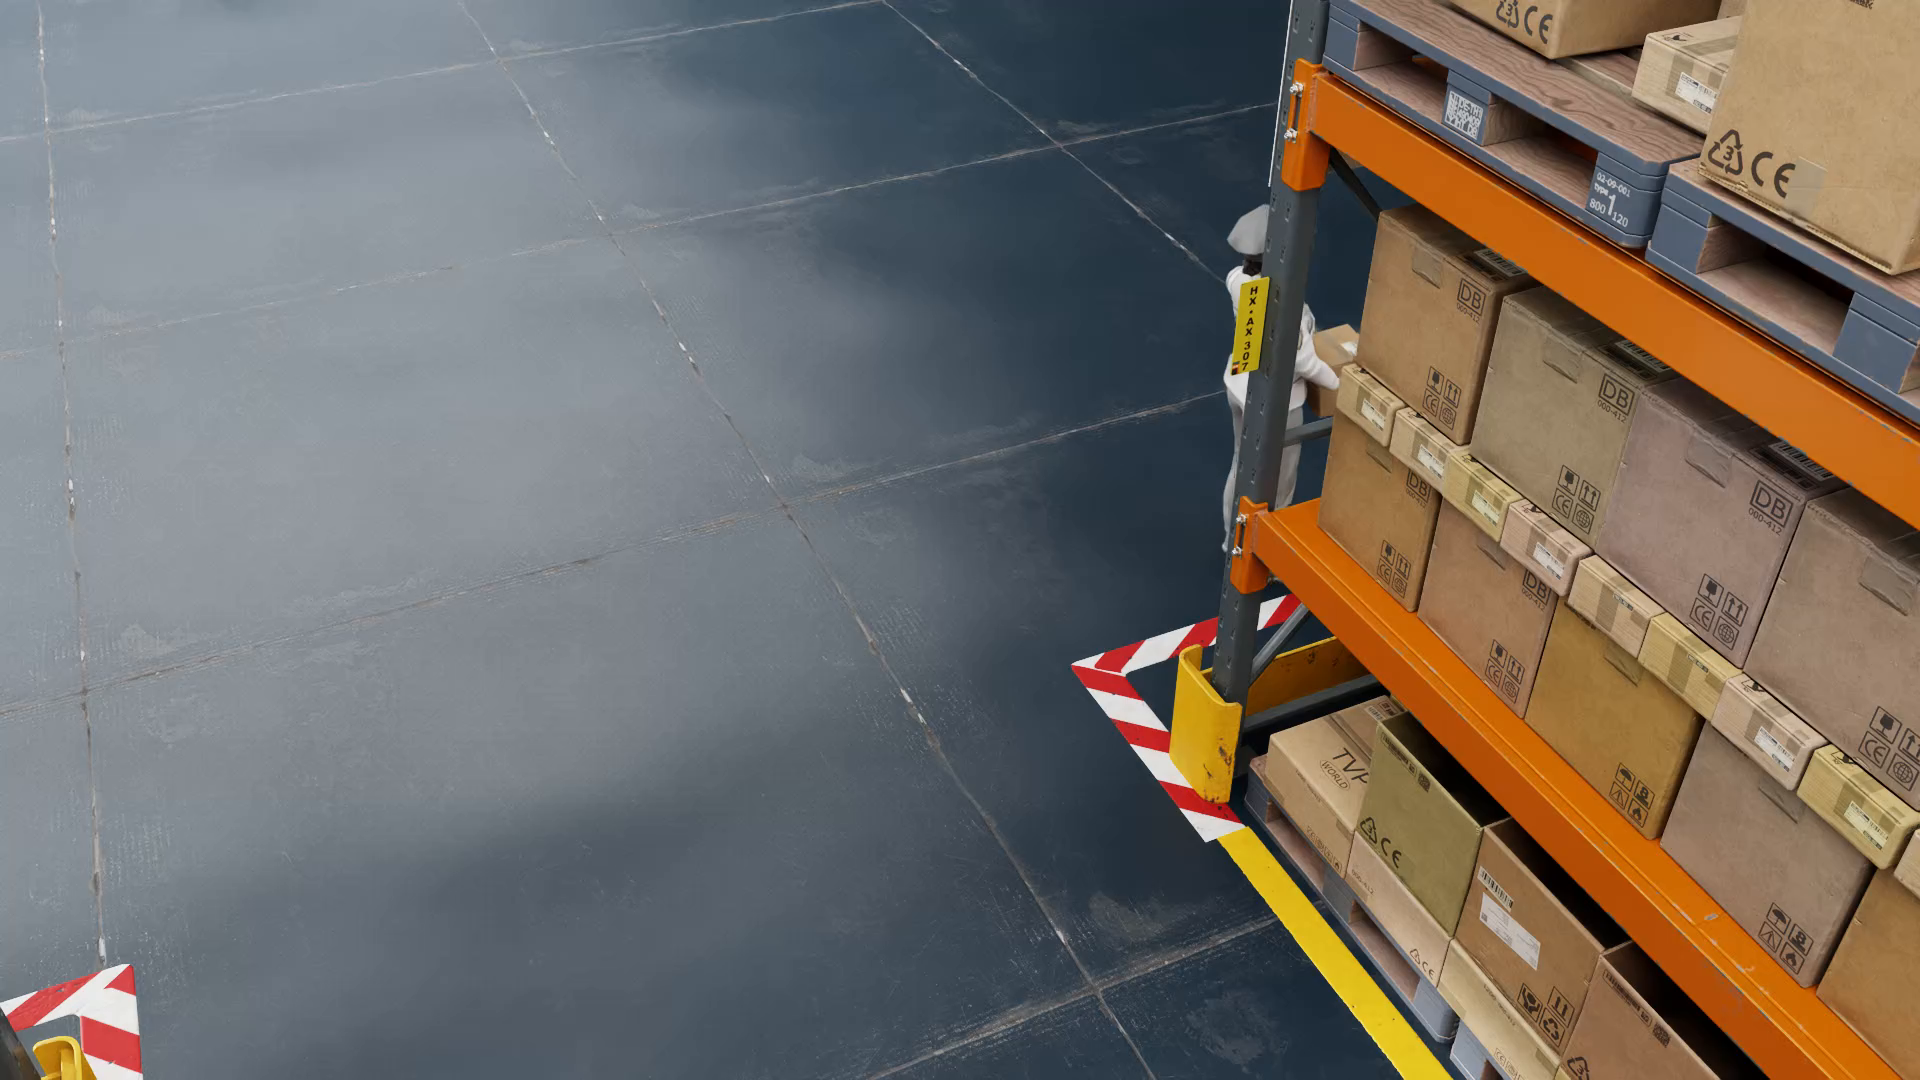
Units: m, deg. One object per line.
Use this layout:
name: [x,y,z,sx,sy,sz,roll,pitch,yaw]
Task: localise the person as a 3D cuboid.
person: [1.317,-0.611,6.916,0.543,1.700,0.491,-14,40,-17]
